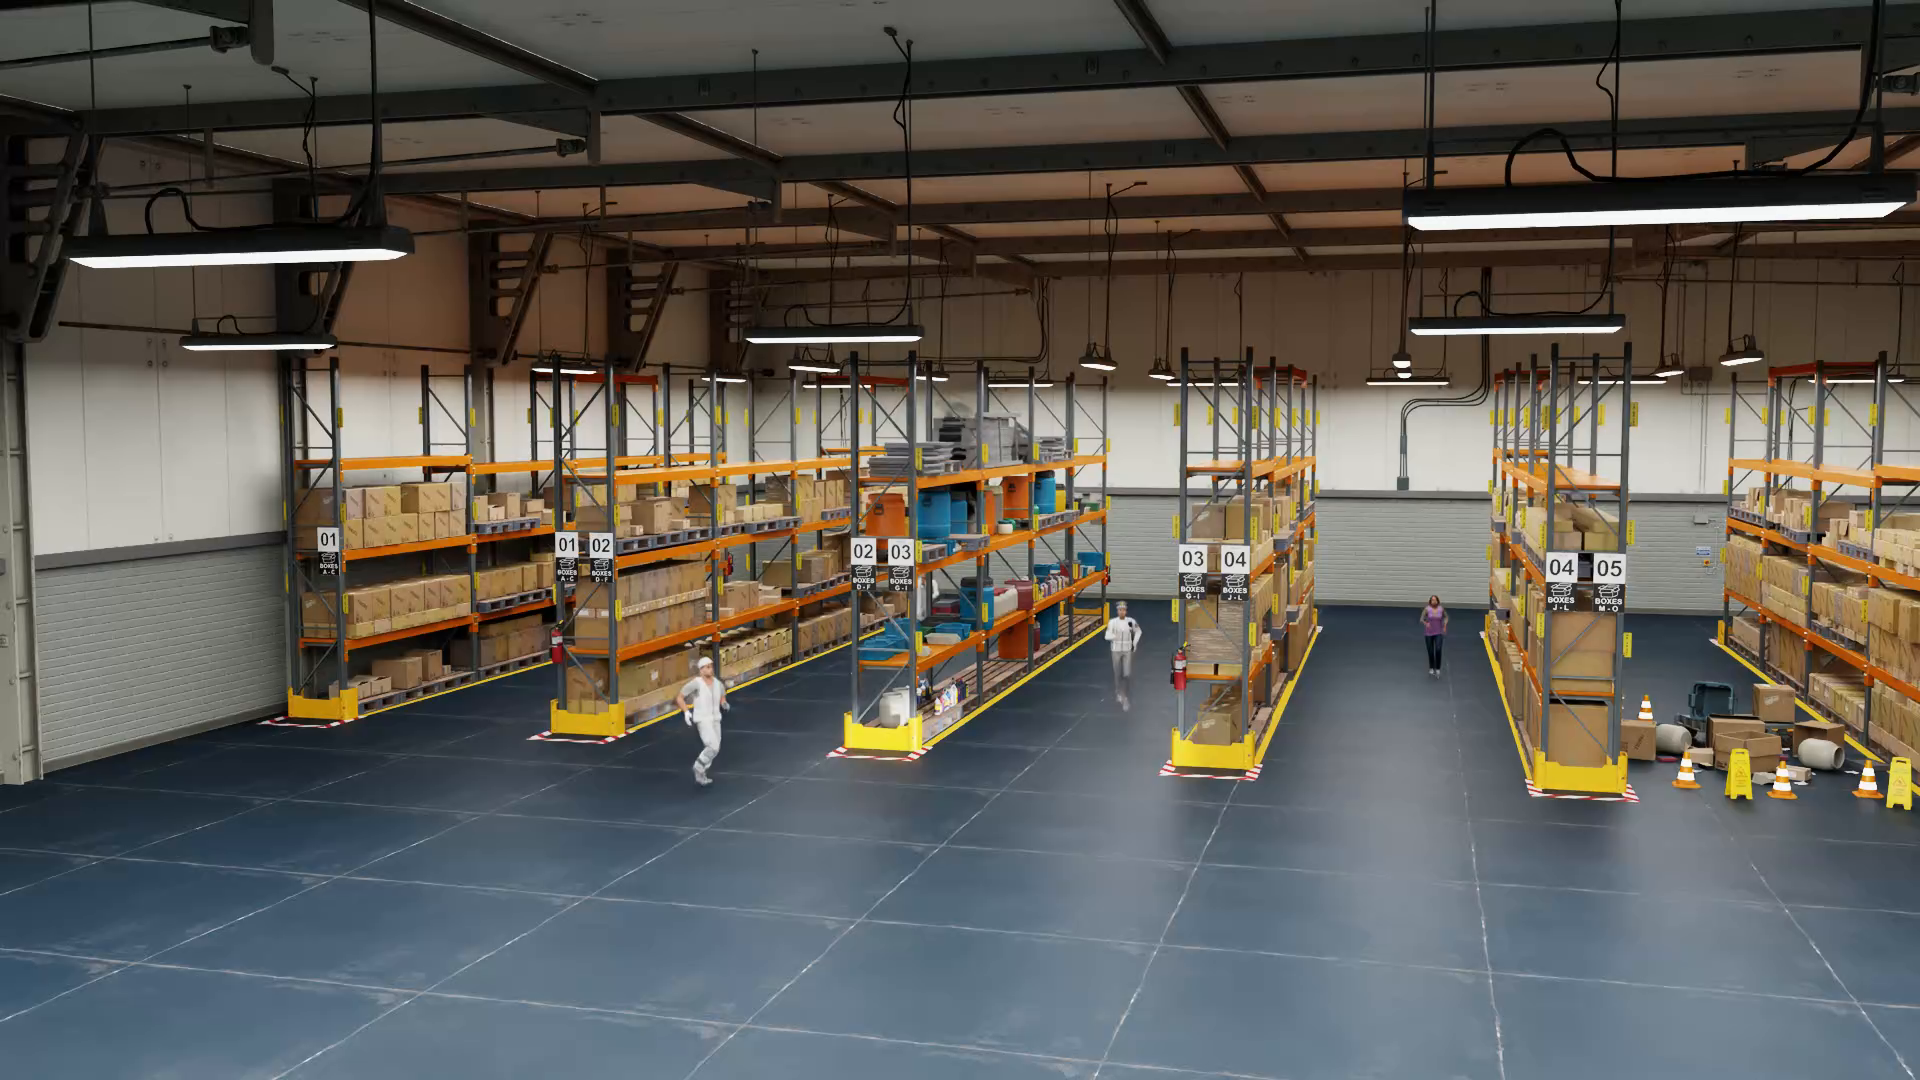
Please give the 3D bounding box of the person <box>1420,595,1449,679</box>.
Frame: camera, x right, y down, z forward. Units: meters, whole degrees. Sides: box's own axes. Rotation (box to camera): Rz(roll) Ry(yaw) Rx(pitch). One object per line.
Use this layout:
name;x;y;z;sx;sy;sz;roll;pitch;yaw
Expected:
person;9.137;1.856;32.079;0.532;1.615;0.678;1;4;17

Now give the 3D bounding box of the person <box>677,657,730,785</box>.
person;-3.386;2.458;22.491;0.642;1.742;0.649;4;5;40

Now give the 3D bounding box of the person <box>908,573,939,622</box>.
person;-0.805;1.460;36.198;0.694;1.749;0.712;0;4;0

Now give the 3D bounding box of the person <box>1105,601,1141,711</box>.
person;2.666;1.888;27.237;0.592;1.788;0.666;1;4;8
